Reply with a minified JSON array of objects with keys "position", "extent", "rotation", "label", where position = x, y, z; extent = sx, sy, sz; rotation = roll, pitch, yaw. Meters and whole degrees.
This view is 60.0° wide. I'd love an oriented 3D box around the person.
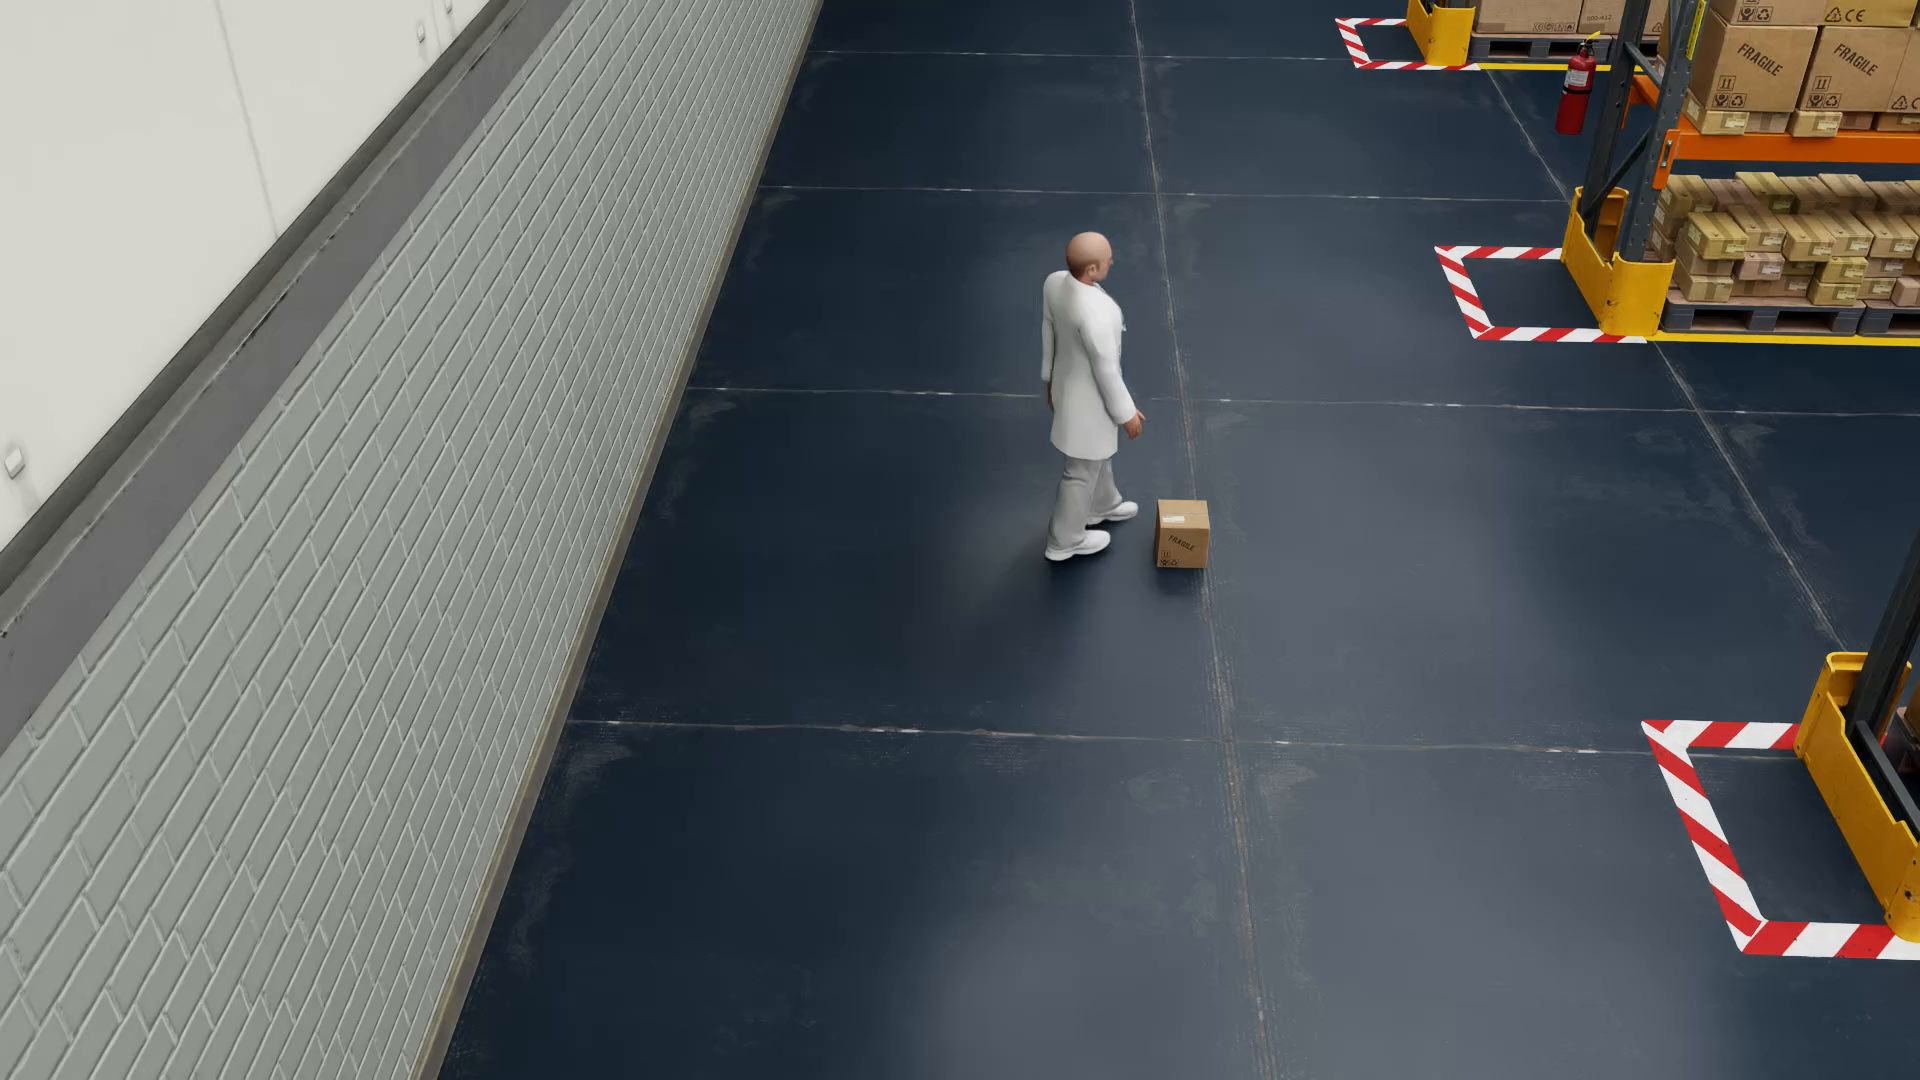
[{"position":[0.724,-0.697,8.112],"extent":[0.636,1.794,0.589],"rotation":[-10,37,-14],"label":"person"}]
